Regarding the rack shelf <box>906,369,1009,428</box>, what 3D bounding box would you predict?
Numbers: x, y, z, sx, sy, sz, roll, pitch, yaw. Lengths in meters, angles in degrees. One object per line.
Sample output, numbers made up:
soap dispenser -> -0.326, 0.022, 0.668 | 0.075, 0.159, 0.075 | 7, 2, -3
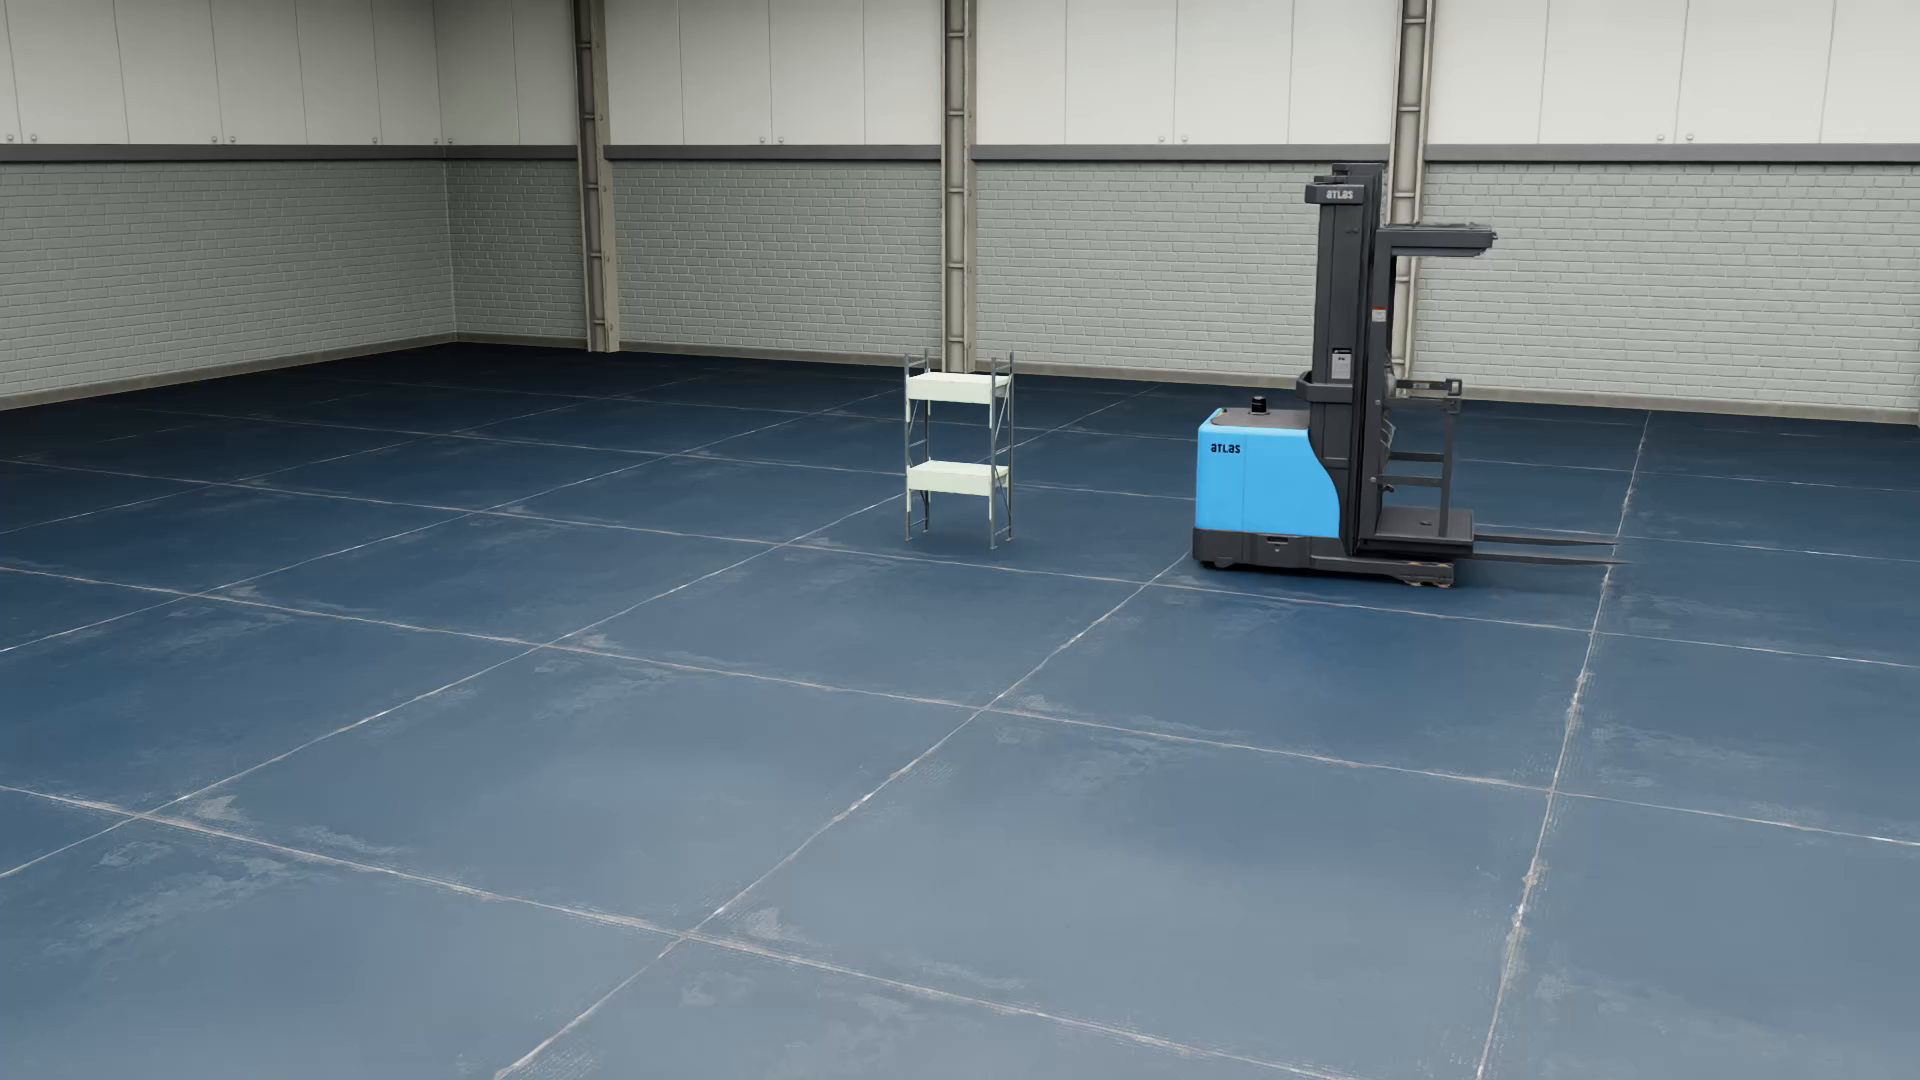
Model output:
rack shelf -> -0.006, -1.111, 12.997 | 0.720, 0.370, 0.431 | 6, 14, 23

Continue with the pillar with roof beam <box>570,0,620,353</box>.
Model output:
pillar with roof beam -> -7.246, -6.405, 20.853 | 0.400, 9.000, 9.100 | 6, 14, 23

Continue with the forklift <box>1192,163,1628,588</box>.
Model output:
forklift -> 3.305, -1.224, 12.055 | 3.031, 2.935, 1.130 | 4, 14, 16

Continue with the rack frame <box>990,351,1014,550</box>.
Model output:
rack frame -> 0.329, -0.697, 12.942 | 0.023, 1.500, 0.400 | 6, 14, 23

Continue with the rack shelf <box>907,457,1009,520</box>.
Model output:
rack shelf -> -0.006, -0.413, 13.161 | 0.720, 0.370, 0.431 | 6, 14, 23

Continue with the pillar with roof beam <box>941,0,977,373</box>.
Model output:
pillar with roof beam -> -1.761, -5.850, 18.487 | 0.400, 9.000, 9.100 | 6, 14, 23

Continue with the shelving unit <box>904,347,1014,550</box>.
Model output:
shelving unit -> -0.006, -0.731, 13.086 | 0.755, 1.500, 0.431 | 6, 14, 23

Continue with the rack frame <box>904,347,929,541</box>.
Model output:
rack frame -> -0.341, -0.765, 13.230 | 0.023, 1.500, 0.400 | 6, 14, 23

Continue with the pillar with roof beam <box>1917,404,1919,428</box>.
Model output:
pillar with roof beam -> 9.211, -4.740, 13.755 | 0.400, 9.000, 9.100 | 6, 14, 23

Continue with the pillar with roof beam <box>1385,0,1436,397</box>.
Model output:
pillar with roof beam -> 3.725, -5.295, 16.121 | 0.400, 9.000, 9.100 | 6, 14, 23
